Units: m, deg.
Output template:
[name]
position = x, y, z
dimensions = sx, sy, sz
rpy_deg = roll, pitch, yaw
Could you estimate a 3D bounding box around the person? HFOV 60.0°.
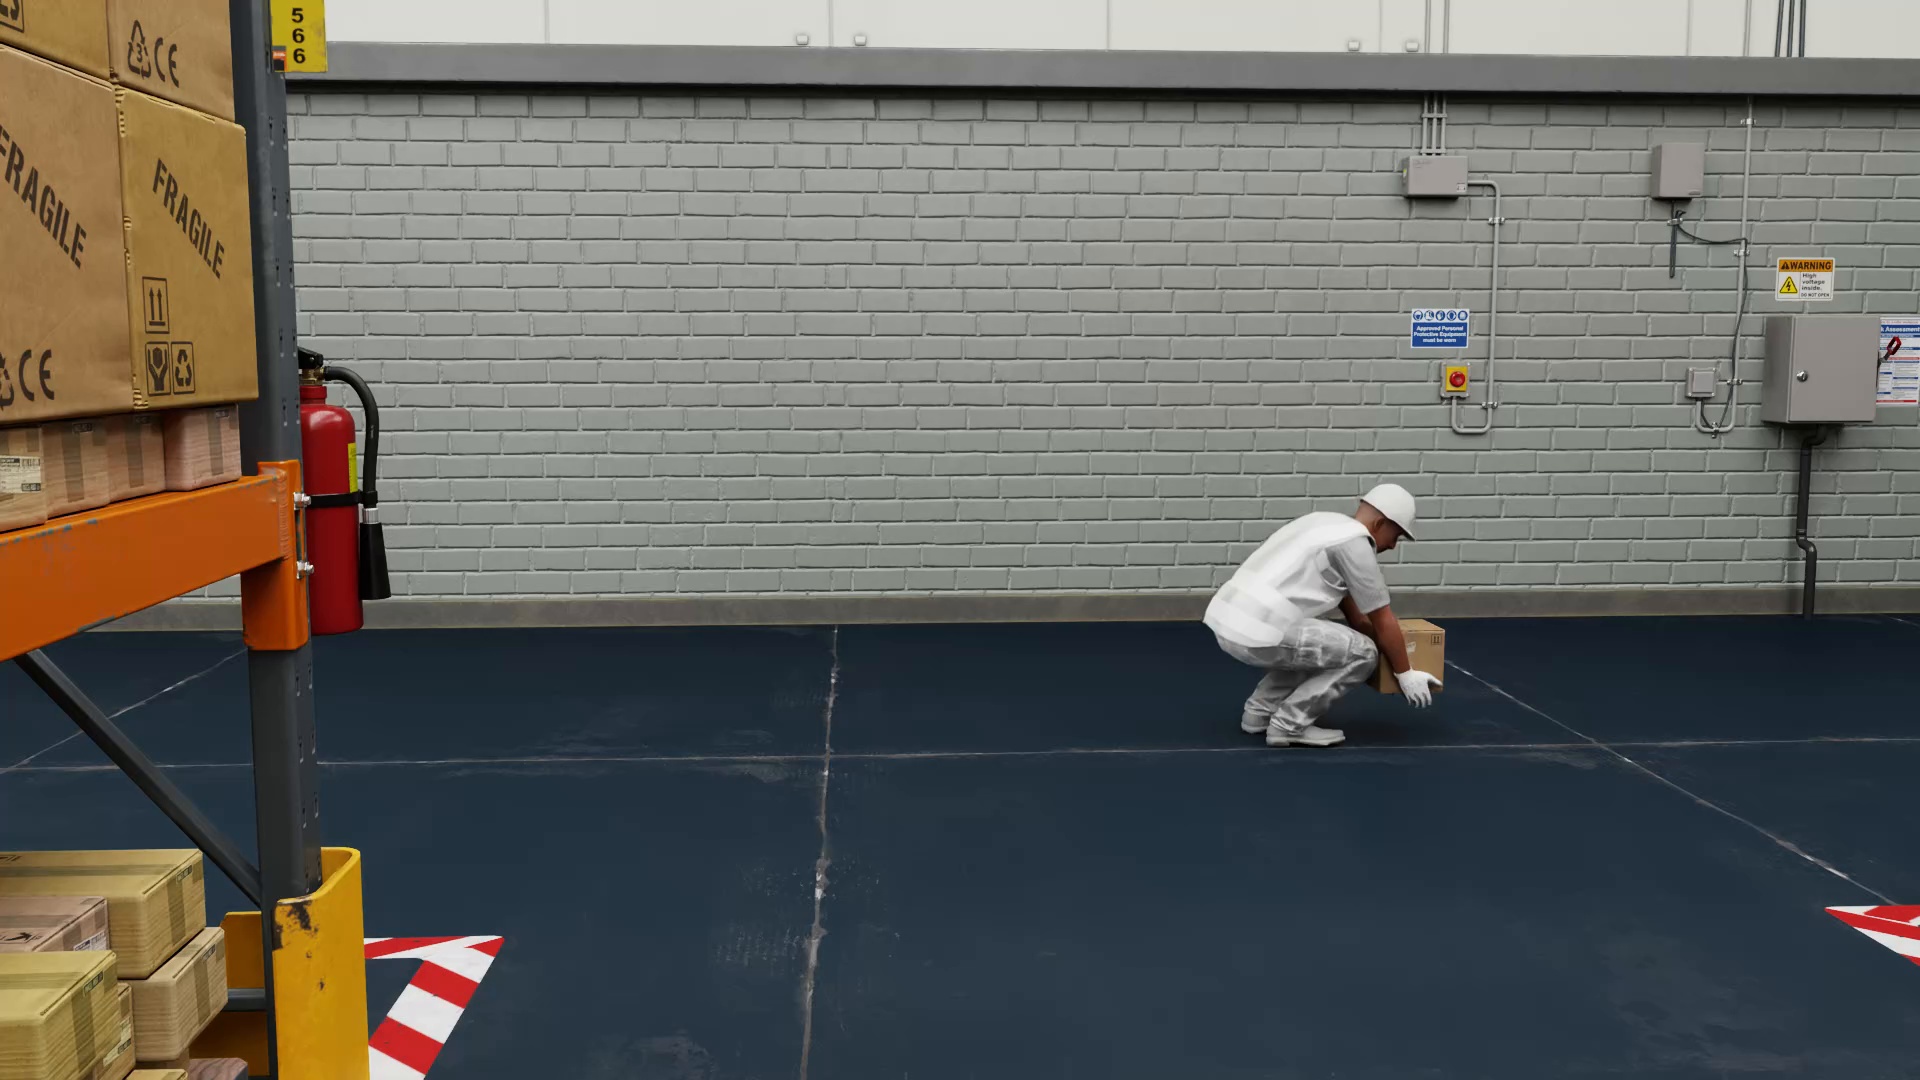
[person]
position = 1.417, 0.217, 6.578
dimensions = 0.898, 0.873, 0.536
rpy_deg = -1, 7, -5
